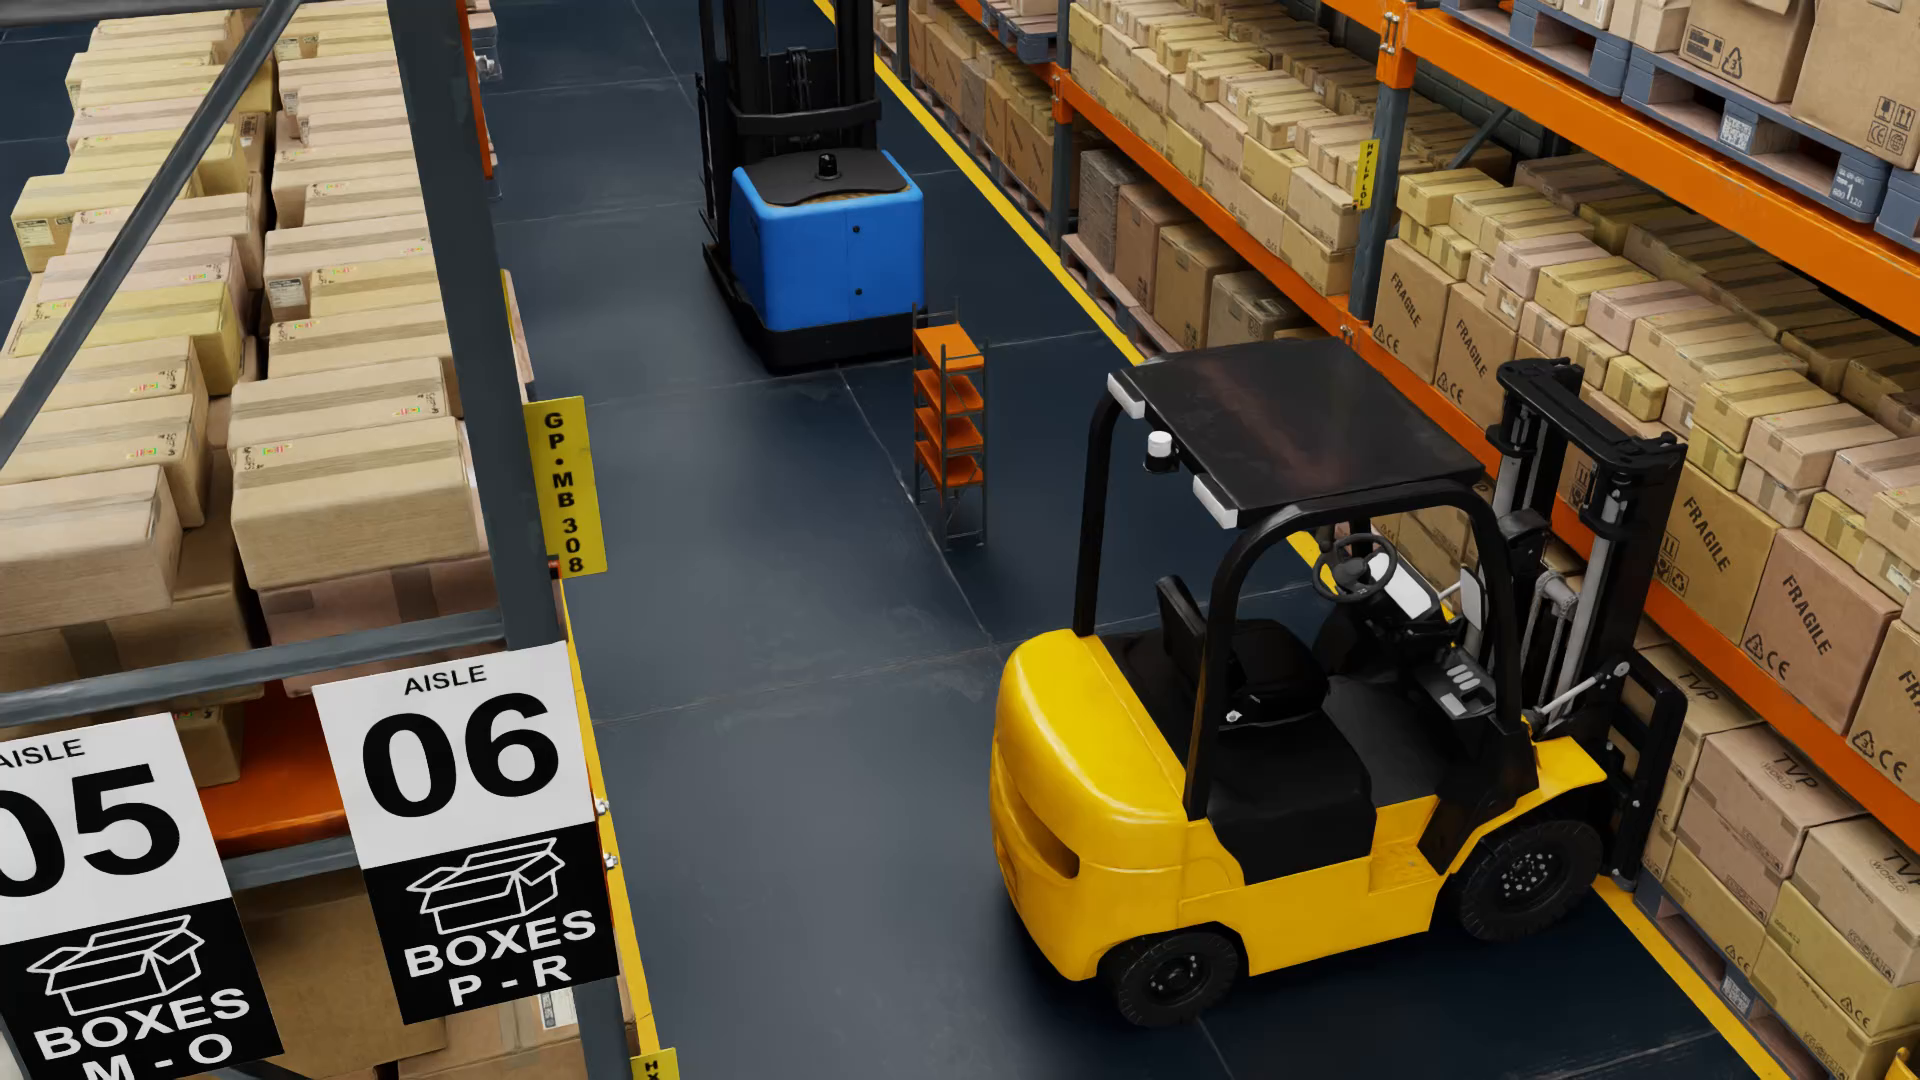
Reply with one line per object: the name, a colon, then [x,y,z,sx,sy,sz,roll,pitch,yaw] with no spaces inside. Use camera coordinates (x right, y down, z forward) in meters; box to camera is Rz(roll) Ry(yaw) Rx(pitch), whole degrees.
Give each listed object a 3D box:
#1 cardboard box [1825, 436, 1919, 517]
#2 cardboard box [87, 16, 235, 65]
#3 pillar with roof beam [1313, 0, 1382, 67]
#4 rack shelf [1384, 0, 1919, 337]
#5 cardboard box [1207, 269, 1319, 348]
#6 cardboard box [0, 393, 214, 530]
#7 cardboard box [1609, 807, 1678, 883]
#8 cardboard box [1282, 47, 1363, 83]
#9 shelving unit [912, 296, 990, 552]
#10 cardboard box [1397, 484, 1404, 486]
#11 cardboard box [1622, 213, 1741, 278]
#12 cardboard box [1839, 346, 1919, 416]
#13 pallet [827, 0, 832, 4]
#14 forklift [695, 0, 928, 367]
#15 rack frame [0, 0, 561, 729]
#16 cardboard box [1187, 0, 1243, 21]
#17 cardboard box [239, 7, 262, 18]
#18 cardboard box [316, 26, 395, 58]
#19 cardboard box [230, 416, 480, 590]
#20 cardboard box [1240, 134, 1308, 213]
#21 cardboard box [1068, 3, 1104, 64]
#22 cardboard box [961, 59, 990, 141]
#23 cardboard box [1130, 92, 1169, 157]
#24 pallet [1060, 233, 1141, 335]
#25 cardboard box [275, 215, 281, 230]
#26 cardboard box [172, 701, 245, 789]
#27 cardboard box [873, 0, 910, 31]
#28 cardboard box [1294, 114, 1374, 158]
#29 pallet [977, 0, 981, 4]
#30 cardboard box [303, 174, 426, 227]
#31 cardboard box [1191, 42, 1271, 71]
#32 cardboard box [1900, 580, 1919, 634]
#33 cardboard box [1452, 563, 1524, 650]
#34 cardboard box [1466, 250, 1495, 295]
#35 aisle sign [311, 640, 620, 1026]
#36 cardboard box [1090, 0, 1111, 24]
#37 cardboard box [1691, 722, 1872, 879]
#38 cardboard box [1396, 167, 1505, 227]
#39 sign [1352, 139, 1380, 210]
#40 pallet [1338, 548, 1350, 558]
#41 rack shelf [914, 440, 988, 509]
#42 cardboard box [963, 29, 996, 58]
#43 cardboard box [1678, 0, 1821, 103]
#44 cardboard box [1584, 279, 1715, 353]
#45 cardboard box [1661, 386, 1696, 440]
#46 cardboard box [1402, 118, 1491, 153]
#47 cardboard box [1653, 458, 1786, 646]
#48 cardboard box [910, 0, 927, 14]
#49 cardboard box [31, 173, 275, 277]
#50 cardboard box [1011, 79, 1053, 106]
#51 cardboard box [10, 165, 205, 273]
cardboard box: [3.057,-0.196,5.377,0.380,0.149,0.250,-10,35,-14]
cardboard box: [-2.400,-1.457,5.018,0.380,0.149,0.250,-11,35,-16]
pillar with roof beam: [-1.702,-4.653,7.629,9.100,9.000,0.400,-10,35,-15]
rack shelf: [2.972,-1.208,5.789,1.077,0.370,4.000,-10,35,-15]
cardboard box: [1.963,-1.172,9.576,0.875,0.625,0.625,-10,35,-15]
cardboard box: [-1.570,-0.119,2.993,0.380,0.149,0.250,-9,35,-14]
cardboard box: [2.851,1.045,6.561,0.500,0.250,0.500,-10,35,-14]
cardboard box: [2.038,-2.648,9.357,0.380,0.149,0.250,-10,35,-14]
shelving unit: [-0.051,-0.587,8.551,0.258,1.200,0.503,-10,35,-15]
cardboard box: [2.211,-0.445,7.909,0.500,0.250,0.500,-11,35,-15]
cardboard box: [3.014,-1.230,6.942,0.380,0.149,0.250,-11,35,-16]
cardboard box: [3.390,-0.556,5.921,0.380,0.149,0.250,-11,35,-16]
pallet: [-1.031,-5.985,17.617,1.003,0.211,1.213,-10,35,-15]
forklift: [-1.160,-3.096,10.776,1.130,2.935,3.031,-11,35,-16]
rack frame: [-1.144,-0.873,1.908,1.000,3.000,0.127,-10,35,-15]
cardboard box: [1.641,-3.318,10.371,0.380,0.149,0.250,-10,35,-15]
cardboard box: [-2.680,-2.116,6.266,0.500,0.250,0.500,-11,35,-16]
cardboard box: [-1.709,-1.430,4.977,0.380,0.149,0.250,-9,35,-13]
cardboard box: [-1.058,-0.070,2.919,0.380,0.149,0.250,-10,35,-15]
cardboard box: [1.805,-1.936,8.642,0.500,0.250,0.500,-11,35,-16]
cardboard box: [1.021,-3.275,10.667,0.500,0.250,0.500,-10,35,-15]
cardboard box: [0.327,-3.533,13.263,0.500,0.500,0.500,-11,35,-16]
cardboard box: [1.357,-2.536,10.003,0.500,0.250,0.500,-11,35,-16]
pallet: [1.356,-1.805,11.290,1.003,0.211,1.213,-10,35,-15]
cardboard box: [-1.507,-0.797,4.381,0.500,0.250,0.500,-9,35,-14]
cardboard box: [-1.519,0.343,3.017,0.380,0.149,0.250,-10,35,-15]
cardboard box: [-0.637,-4.972,15.653,0.396,0.266,0.258,-9,34,-13]
cardboard box: [1.926,-2.031,8.424,0.380,0.149,0.250,-10,35,-15]
pallet: [0.544,-4.347,12.782,1.003,0.211,1.213,-10,35,-15]
cardboard box: [-1.342,-0.751,3.949,0.380,0.149,0.250,-9,35,-13]
cardboard box: [1.534,-2.706,9.445,0.380,0.149,0.250,-10,35,-15]
cardboard box: [3.103,0.217,5.022,0.380,0.149,0.250,-9,35,-14]
cardboard box: [2.513,0.292,7.246,0.500,0.250,0.500,-10,35,-15]
cardboard box: [2.395,-1.140,7.075,0.380,0.149,0.250,-10,35,-15]
aisle sign: [-0.830,0.526,2.875,0.394,0.787,0.004,-10,35,-15]
cardboard box: [1.041,-3.362,10.439,0.380,0.149,0.250,-9,35,-14]
cardboard box: [2.983,0.892,5.886,0.500,0.250,0.500,-9,35,-14]
cardboard box: [2.177,-1.526,7.390,0.380,0.149,0.250,-9,35,-14]
sign: [1.848,-1.660,7.564,0.100,0.325,0.005,-10,35,-15]
pallet: [2.565,0.281,8.133,1.003,0.211,1.213,-10,35,-15]
rack shelf: [-0.051,-0.366,8.697,0.258,0.148,0.480,-10,35,-15]
cardboard box: [0.236,-4.002,13.383,0.380,0.149,0.250,-9,34,-13]
cardboard box: [2.856,-1.778,5.433,0.797,0.503,0.637,-9,34,-13]
cardboard box: [2.645,-0.863,6.386,0.380,0.149,0.250,-10,35,-15]
cardboard box: [2.805,-0.470,6.061,0.380,0.149,0.250,-10,35,-15]
cardboard box: [2.427,-1.989,8.361,0.380,0.149,0.250,-11,35,-16]
cardboard box: [2.876,-0.006,5.947,0.500,0.500,0.500,-11,35,-16]
cardboard box: [-0.222,-4.677,14.405,0.380,0.149,0.250,-8,34,-12]
cardboard box: [-2.028,-0.707,4.244,0.500,0.250,0.500,-10,35,-14]
cardboard box: [0.599,-3.310,12.337,0.380,0.149,0.250,-11,35,-16]
cardboard box: [-2.028,-0.777,3.988,0.380,0.149,0.250,-9,35,-14]
